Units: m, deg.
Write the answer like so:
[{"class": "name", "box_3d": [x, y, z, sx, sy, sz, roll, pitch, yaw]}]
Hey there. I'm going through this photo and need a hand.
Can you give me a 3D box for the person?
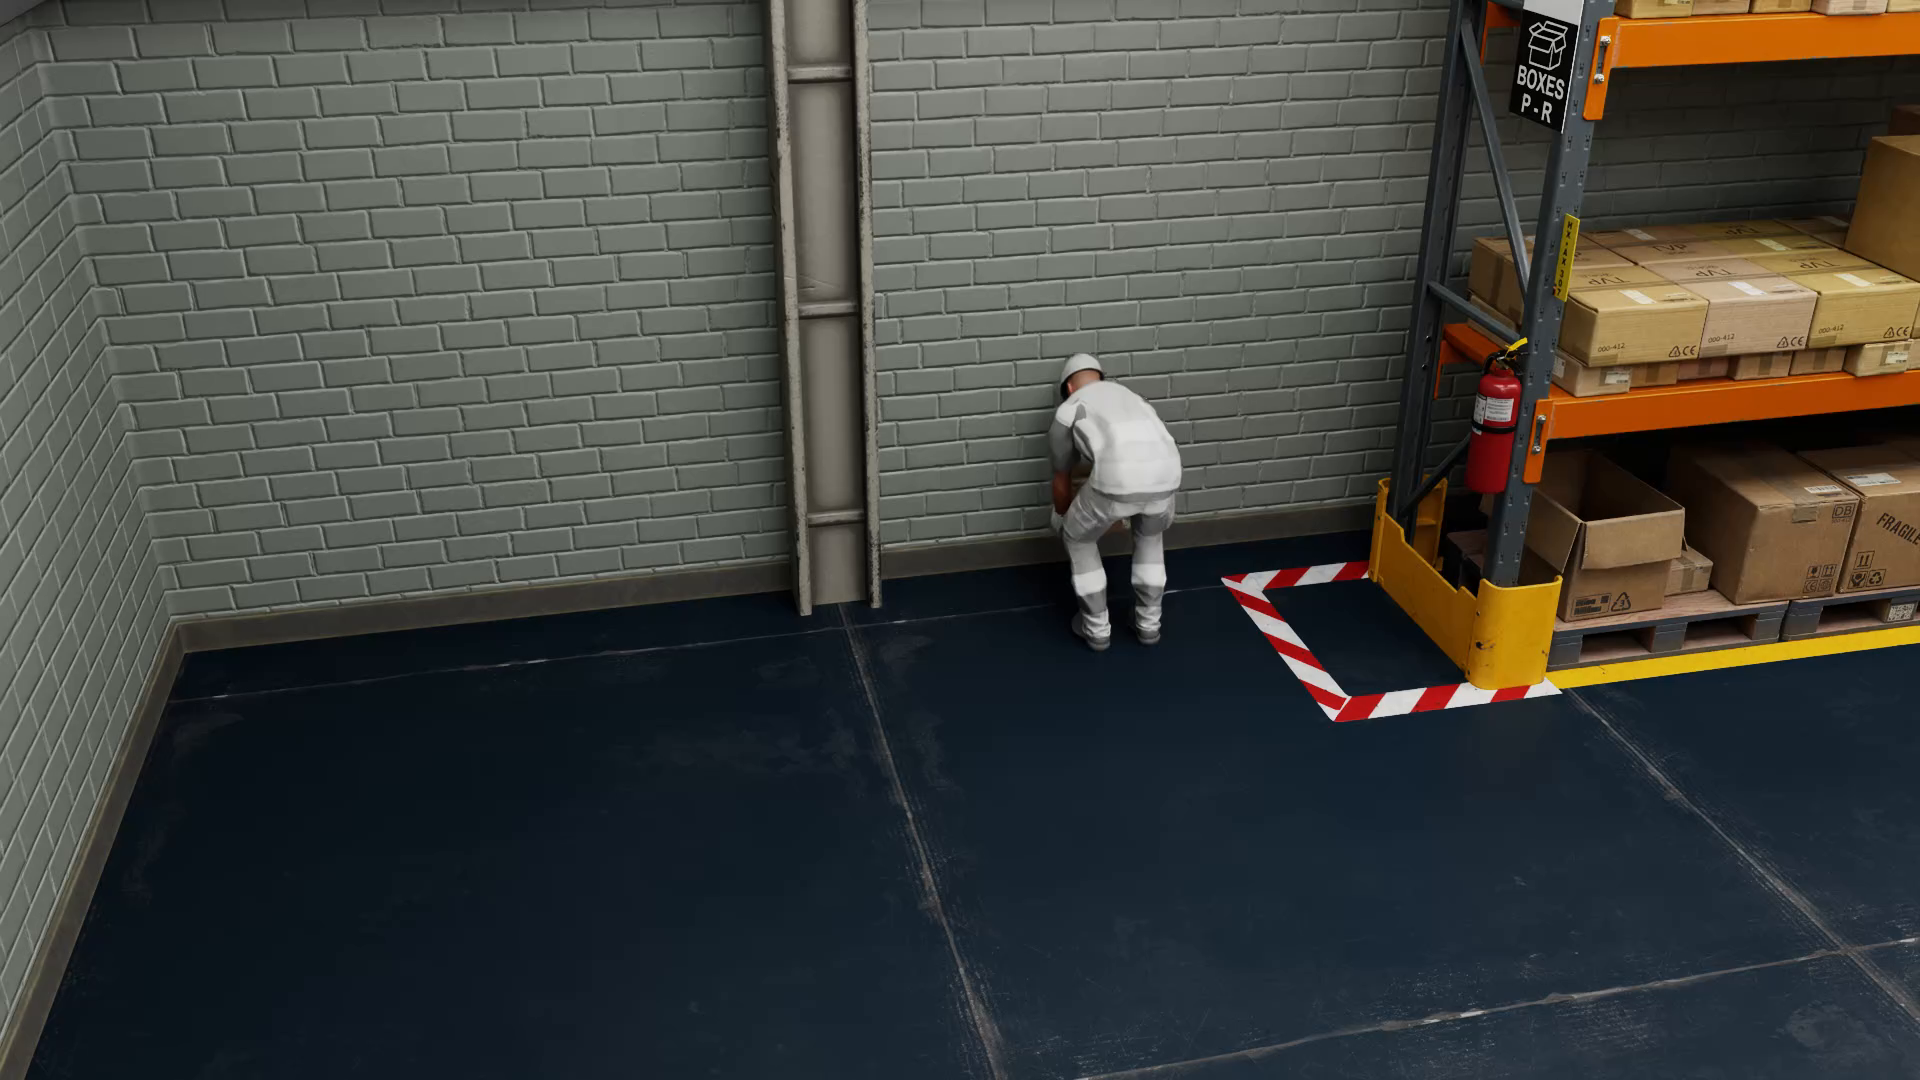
[{"class": "person", "box_3d": [0.680, -0.152, 7.606, 0.517, 1.149, 0.903, -7, 27, -14]}]
